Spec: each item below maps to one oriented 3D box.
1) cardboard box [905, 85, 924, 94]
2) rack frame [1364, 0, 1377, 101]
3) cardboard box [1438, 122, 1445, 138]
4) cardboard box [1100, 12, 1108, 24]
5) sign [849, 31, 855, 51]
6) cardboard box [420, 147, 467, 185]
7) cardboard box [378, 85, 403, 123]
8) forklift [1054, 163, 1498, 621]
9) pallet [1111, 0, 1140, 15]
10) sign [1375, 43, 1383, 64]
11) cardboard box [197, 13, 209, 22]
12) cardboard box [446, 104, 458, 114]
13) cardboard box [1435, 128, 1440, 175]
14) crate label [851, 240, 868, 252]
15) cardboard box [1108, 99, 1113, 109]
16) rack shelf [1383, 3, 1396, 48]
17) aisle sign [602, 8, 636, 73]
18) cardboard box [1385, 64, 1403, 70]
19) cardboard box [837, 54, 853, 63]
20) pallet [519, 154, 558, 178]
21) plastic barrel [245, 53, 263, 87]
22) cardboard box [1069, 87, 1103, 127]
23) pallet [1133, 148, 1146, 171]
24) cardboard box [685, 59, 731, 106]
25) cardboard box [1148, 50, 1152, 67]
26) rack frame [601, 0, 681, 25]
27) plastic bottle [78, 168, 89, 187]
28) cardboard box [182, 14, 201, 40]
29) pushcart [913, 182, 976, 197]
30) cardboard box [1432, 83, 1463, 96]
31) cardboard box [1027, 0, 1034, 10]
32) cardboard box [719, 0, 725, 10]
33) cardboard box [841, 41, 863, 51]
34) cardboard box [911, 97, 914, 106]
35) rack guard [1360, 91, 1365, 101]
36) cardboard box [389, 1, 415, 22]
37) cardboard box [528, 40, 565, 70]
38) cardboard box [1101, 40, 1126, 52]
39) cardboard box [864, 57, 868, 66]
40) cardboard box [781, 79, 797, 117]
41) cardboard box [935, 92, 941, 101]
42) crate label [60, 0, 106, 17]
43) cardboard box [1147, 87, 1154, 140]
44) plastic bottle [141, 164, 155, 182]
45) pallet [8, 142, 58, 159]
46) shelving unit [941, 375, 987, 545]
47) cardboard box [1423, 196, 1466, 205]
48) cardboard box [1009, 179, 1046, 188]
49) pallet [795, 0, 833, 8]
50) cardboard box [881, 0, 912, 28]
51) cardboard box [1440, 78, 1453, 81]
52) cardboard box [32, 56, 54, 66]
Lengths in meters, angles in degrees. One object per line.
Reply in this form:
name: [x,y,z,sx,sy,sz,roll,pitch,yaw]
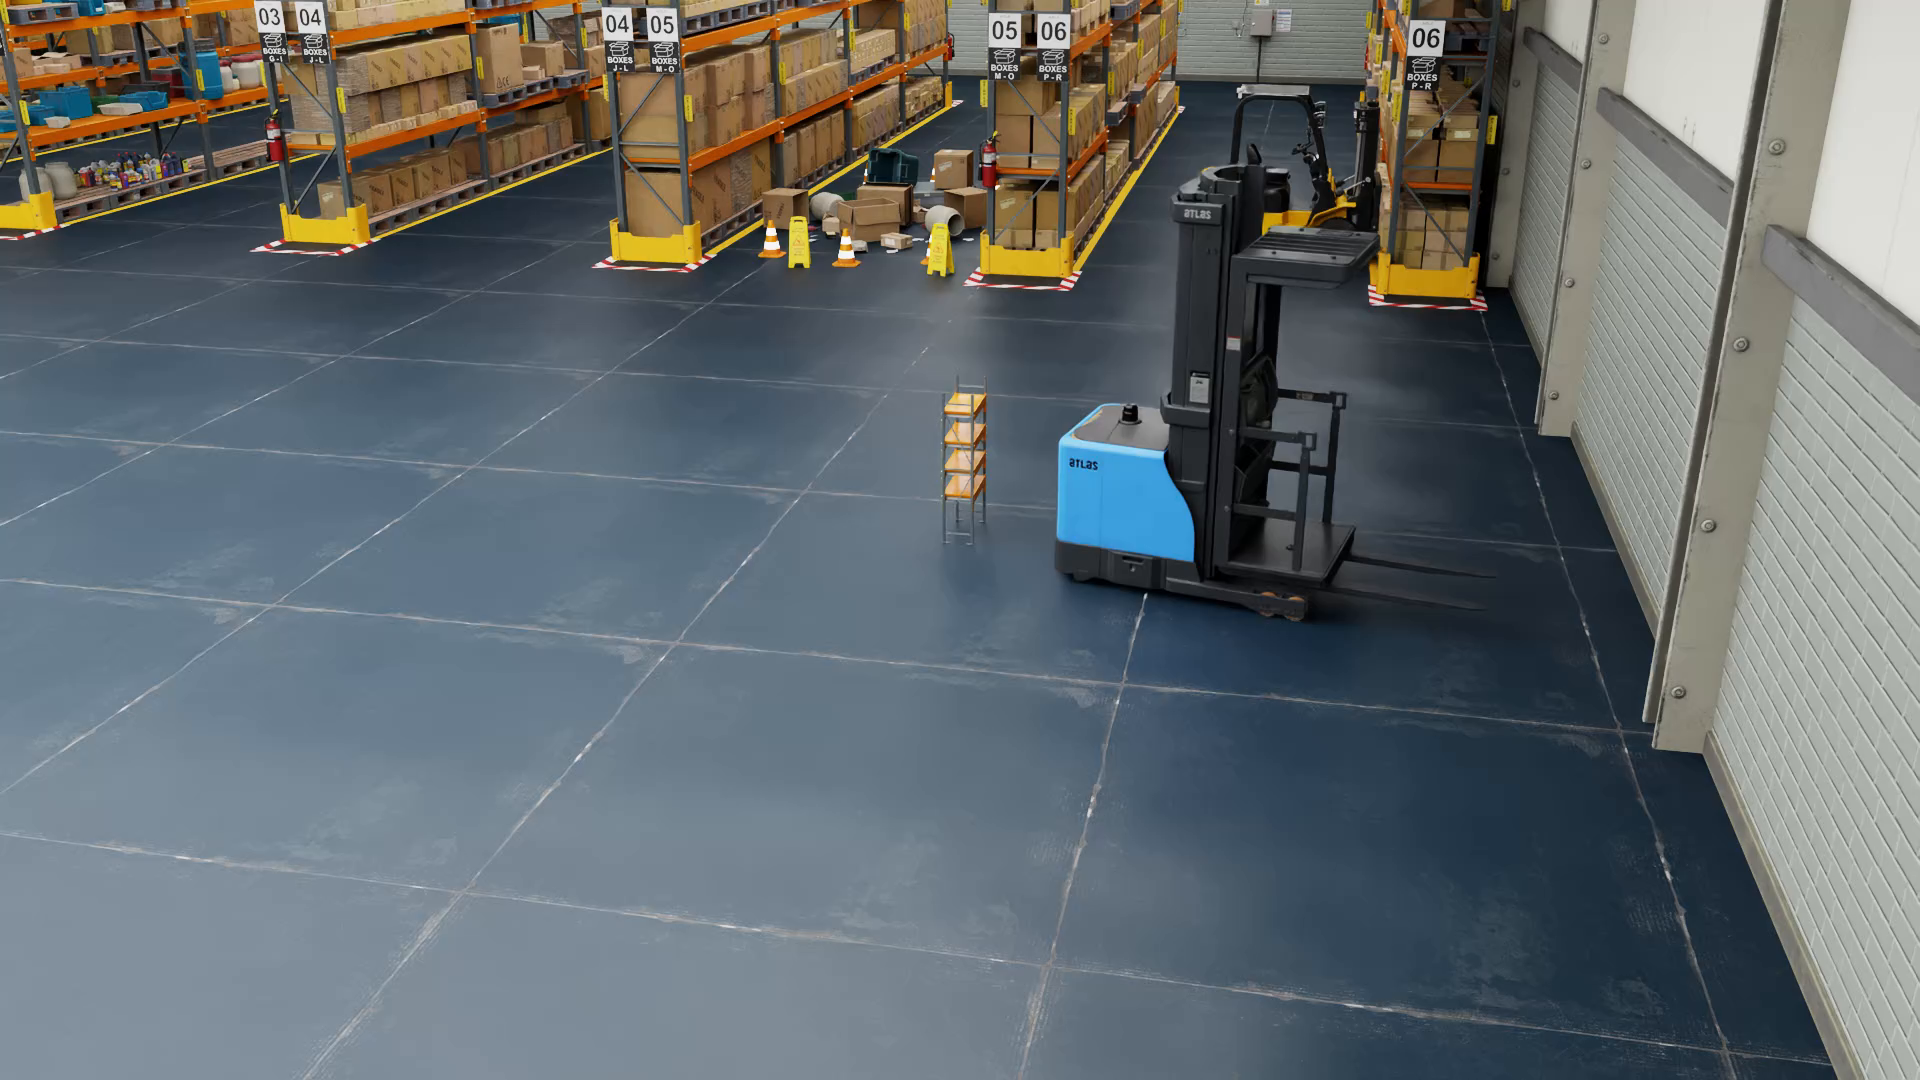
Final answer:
cardboard box: [-0.959,-9.359,34.534,0.380,0.149,0.250,5,22,11]
rack frame: [8.966,-10.276,34.354,1.000,3.000,0.127,4,22,11]
cardboard box: [6.013,-4.971,20.180,0.380,0.149,0.250,4,22,11]
cardboard box: [1.892,-7.401,23.535,0.380,0.149,0.250,5,22,11]
sign: [-1.849,-8.564,28.552,0.100,0.325,0.005,4,22,11]
cardboard box: [-8.165,-5.912,26.302,0.500,0.500,0.500,4,22,9]
cardboard box: [-8.592,-6.312,23.979,0.875,0.500,0.500,4,22,11]
forklift: [2.253,-1.027,11.479,3.031,2.935,1.130,9,24,22]
pallet: [2.097,-8.166,25.351,1.213,0.211,1.003,4,22,11]
sign: [6.801,-7.889,26.982,0.100,0.325,0.005,4,22,11]
cardboard box: [-16.259,-11.417,35.715,0.500,0.500,0.500,5,22,11]
cardboard box: [-7.970,-6.625,25.624,0.380,0.149,0.250,4,22,11]
cardboard box: [6.159,-4.823,20.680,0.500,0.500,0.500,5,23,13]
crate label: [-1.390,-3.982,22.557,0.250,0.136,0.298,-7,23,-17]
cardboard box: [2.080,-6.521,24.804,0.380,0.149,0.250,5,22,12]
rack shelf: [6.926,-7.677,24.847,1.077,0.370,4.000,4,22,11]
aisle sign: [-4.333,-6.345,21.113,0.394,0.787,0.004,4,22,11]
cardboard box: [6.900,-7.410,26.235,0.380,0.149,0.250,5,22,12]
cardboard box: [-2.098,-8.445,29.184,0.380,0.149,0.250,5,23,13]
pallet: [-7.640,-6.459,28.608,1.003,0.211,1.213,4,22,11]
plastic barrel: [-12.245,-8.220,29.067,0.433,0.535,0.433,0,22,0]
cardboard box: [1.712,-6.079,23.399,0.500,0.500,0.500,5,23,13]
pallet: [2.709,-6.716,29.248,1.003,0.211,1.213,4,22,11]
cardboard box: [-3.642,-6.248,22.705,0.875,0.550,0.550,4,22,11]
cardboard box: [3.156,-8.611,29.751,0.500,0.250,0.500,5,22,12]
rack frame: [-4.025,-7.925,20.485,1.000,3.000,0.127,4,22,11]
plastic bottle: [-13.685,-5.670,25.975,0.152,0.276,0.135,5,22,11]
cardboard box: [-16.424,-10.787,34.927,0.700,0.500,0.500,-3,22,-7]
pushcart: [-0.585,-5.204,25.269,1.648,0.377,0.936,-3,22,-8]
cardboard box: [6.657,-6.144,22.694,0.380,0.149,0.250,4,22,9]
cardboard box: [0.712,-6.684,20.688,0.380,0.149,0.250,5,22,12]
cardboard box: [-3.384,-7.221,22.392,0.380,0.149,0.250,4,22,11]
cardboard box: [-1.947,-8.861,29.818,0.380,0.149,0.250,4,22,9]
cardboard box: [-1.153,-8.939,33.889,0.380,0.149,0.250,3,22,8]
rack guard: [8.951,-9.089,34.752,1.175,0.500,0.348,4,22,11]
cardboard box: [-8.203,-7.596,23.885,0.500,0.250,0.500,5,22,13]
cardboard box: [-7.299,-8.523,29.306,0.500,0.500,0.500,2,22,4]
cardboard box: [2.416,-7.788,26.212,0.380,0.149,0.250,3,22,8]
cardboard box: [-1.889,-8.687,30.183,0.380,0.149,0.250,5,23,13]
cardboard box: [-2.838,-6.823,25.646,0.500,0.500,0.500,5,22,12]
cardboard box: [-0.617,-9.556,35.819,0.380,0.149,0.250,5,23,13]
crate label: [-13.003,-7.916,24.679,0.502,0.251,0.408,4,22,11]
cardboard box: [3.065,-7.836,30.576,0.875,0.875,0.875,5,22,12]
plastic bottle: [-12.884,-5.833,26.379,0.152,0.276,0.135,5,22,12]
pallet: [-17.382,-7.203,30.456,1.003,0.211,1.213,4,22,11]
shelving unit: [0.034,-0.617,12.780,0.258,1.200,0.503,4,22,11]
cardboard box: [6.083,-4.152,20.928,0.500,0.250,0.500,4,22,11]
cardboard box: [0.853,-4.573,22.307,0.500,0.500,0.500,5,23,13]
pallet: [-2.697,-8.723,26.735,1.003,0.211,1.213,6,23,13]
cardboard box: [-1.246,-10.325,32.605,0.500,0.500,0.500,5,22,12]
cardboard box: [7.065,-6.716,24.513,0.380,0.149,0.250,4,22,11]
cardboard box: [-17.297,-8.886,31.021,0.500,0.311,0.500,4,22,10]
